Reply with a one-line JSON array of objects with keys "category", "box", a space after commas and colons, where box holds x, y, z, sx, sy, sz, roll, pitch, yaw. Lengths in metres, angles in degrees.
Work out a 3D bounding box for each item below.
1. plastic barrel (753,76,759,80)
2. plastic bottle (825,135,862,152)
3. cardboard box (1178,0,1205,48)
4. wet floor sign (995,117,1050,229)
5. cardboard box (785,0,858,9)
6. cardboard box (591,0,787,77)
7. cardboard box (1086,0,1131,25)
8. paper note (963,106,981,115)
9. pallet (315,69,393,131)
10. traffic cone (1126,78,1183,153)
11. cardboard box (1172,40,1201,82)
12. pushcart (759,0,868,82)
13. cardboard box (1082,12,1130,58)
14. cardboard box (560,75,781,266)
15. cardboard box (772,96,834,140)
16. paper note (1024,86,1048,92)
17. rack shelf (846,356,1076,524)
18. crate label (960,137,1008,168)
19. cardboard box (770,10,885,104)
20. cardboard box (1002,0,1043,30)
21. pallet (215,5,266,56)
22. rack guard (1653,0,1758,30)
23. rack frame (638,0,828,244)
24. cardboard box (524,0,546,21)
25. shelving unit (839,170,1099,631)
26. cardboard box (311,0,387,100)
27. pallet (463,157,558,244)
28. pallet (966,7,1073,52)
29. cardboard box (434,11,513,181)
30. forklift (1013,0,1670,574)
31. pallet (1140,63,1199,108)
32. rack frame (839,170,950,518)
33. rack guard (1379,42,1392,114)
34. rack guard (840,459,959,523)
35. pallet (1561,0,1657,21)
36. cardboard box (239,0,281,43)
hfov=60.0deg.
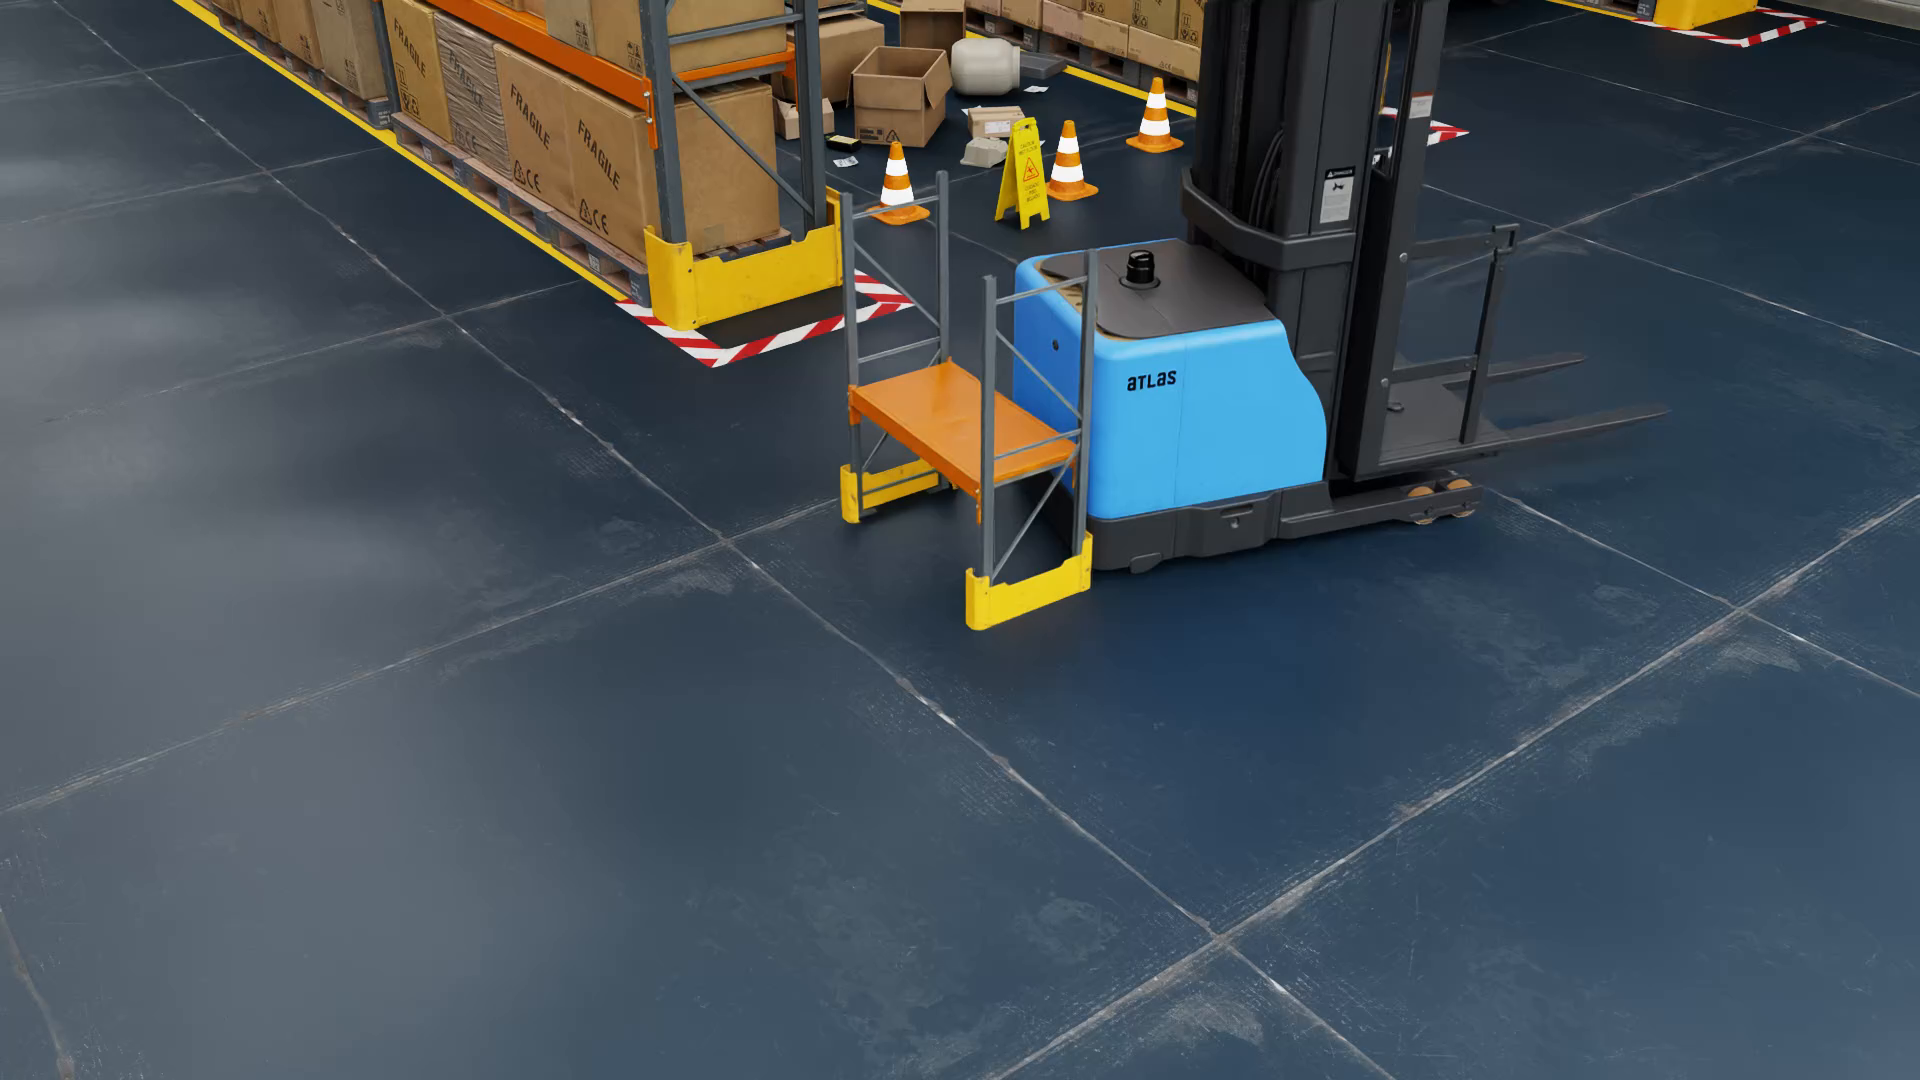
[{"category": "plastic barrel", "box": [-1.735, -3.268, 12.111, 0.512, 0.421, 0.421, 1, 32, 2]}, {"category": "plastic bottle", "box": [-0.844, -2.791, 11.685, 0.283, 0.061, 0.133, 18, 36, 27]}, {"category": "cardboard box", "box": [1.962, -3.894, 12.174, 0.500, 0.500, 0.500, -22, 38, -31]}, {"category": "wet floor sign", "box": [0.393, -2.301, 10.342, 0.232, 0.644, 0.267, 26, 40, 35]}, {"category": "cardboard box", "box": [-1.182, -4.654, 13.552, 0.500, 0.500, 0.500, -22, 38, -31]}, {"category": "cardboard box", "box": [-1.453, -2.876, 8.895, 0.875, 0.550, 0.550, -22, 38, -31]}, {"category": "cardboard box", "box": [1.335, -4.323, 12.865, 0.500, 0.500, 0.500, -23, 39, -32]}, {"category": "paper note", "box": [0.104, -3.202, 12.388, 0.148, 0.019, 0.142, -10, 33, -15]}, {"category": "pallet", "box": [-4.175, -3.452, 12.608, 1.003, 0.211, 1.213, -22, 38, -31]}, {"category": "traffic cone", "box": [1.376, -3.000, 11.642, 0.336, 0.463, 0.334, -22, 38, -31]}, {"category": "cardboard box", "box": [1.936, -3.586, 12.389, 0.500, 0.250, 0.500, -22, 38, -32]}, {"category": "pushcart", "box": [-1.564, -4.110, 13.510, 0.936, 0.377, 1.648, 18, 36, 27]}, {"category": "cardboard box", "box": [1.314, -4.011, 13.073, 0.500, 0.250, 0.500, -24, 39, -33]}, {"category": "cardboard box", "box": [-1.657, -2.209, 9.580, 0.875, 0.875, 0.875, -22, 38, -31]}, {"category": "cardboard box", "box": [-1.133, -3.057, 11.921, 0.396, 0.266, 0.258, -16, 35, -23]}, {"category": "paper note", "box": [0.591, -3.484, 12.830, 0.148, 0.019, 0.142, 18, 36, 27]}, {"category": "rack shelf", "box": [0.014, -0.434, 6.868, 0.538, 0.185, 1.000, -19, 37, -28]}, {"category": "crate label", "box": [0.177, -2.668, 11.416, 0.298, 0.136, 0.250, 12, 34, 19]}, {"category": "cardboard box", "box": [-0.998, -3.613, 12.462, 0.797, 0.637, 0.503, -22, 38, -31]}, {"category": "cardboard box", "box": [0.691, -4.441, 13.766, 0.500, 0.250, 0.500, -20, 37, -29]}, {"category": "pallet", "box": [-5.671, -4.469, 14.245, 1.003, 0.211, 1.213, -22, 38, -31]}, {"category": "rack guard", "box": [6.592, -4.851, 14.587, 1.175, 0.500, 0.348, -22, 38, -31]}, {"category": "rack frame", "box": [-1.189, -2.672, 8.709, 1.000, 3.000, 0.127, -22, 38, -31]}, {"category": "cardboard box", "box": [-2.051, -3.372, 9.694, 0.875, 0.550, 0.550, -22, 38, -31]}, {"category": "shelving unit", "box": [0.009, -0.591, 6.780, 0.587, 1.500, 1.083, -19, 37, -28]}, {"category": "cardboard box", "box": [-4.094, -3.791, 12.246, 1.050, 0.750, 0.750, -22, 38, -32]}, {"category": "pallet", "box": [-2.485, -2.304, 10.759, 1.003, 0.211, 1.213, -22, 38, -31]}, {"category": "pallet", "box": [0.646, -4.530, 14.343, 1.003, 0.211, 1.213, -22, 38, -31]}, {"category": "cardboard box", "box": [-2.756, -2.956, 10.782, 0.875, 0.875, 0.875, -22, 38, -31]}, {"category": "forklift", "box": [1.798, -1.565, 6.992, 3.031, 2.935, 1.130, -10, 33, -16]}, {"category": "pallet", "box": [2.142, -3.513, 12.706, 1.003, 0.211, 1.213, -22, 38, -31]}, {"category": "rack frame", "box": [-0.265, -0.811, 7.134, 0.500, 1.500, 0.032, -19, 37, -28]}, {"category": "rack guard", "box": [2.612, -3.286, 12.066, 1.175, 0.500, 0.348, -22, 38, -31]}, {"category": "rack guard", "box": [-0.265, -0.279, 7.463, 0.587, 0.250, 0.087, -19, 37, -28]}, {"category": "pallet", "box": [6.075, -5.044, 15.171, 1.003, 0.211, 1.213, -22, 38, -31]}, {"category": "cardboard box", "box": [-5.254, -4.583, 13.520, 1.050, 0.750, 0.750, -22, 38, -31]}]
